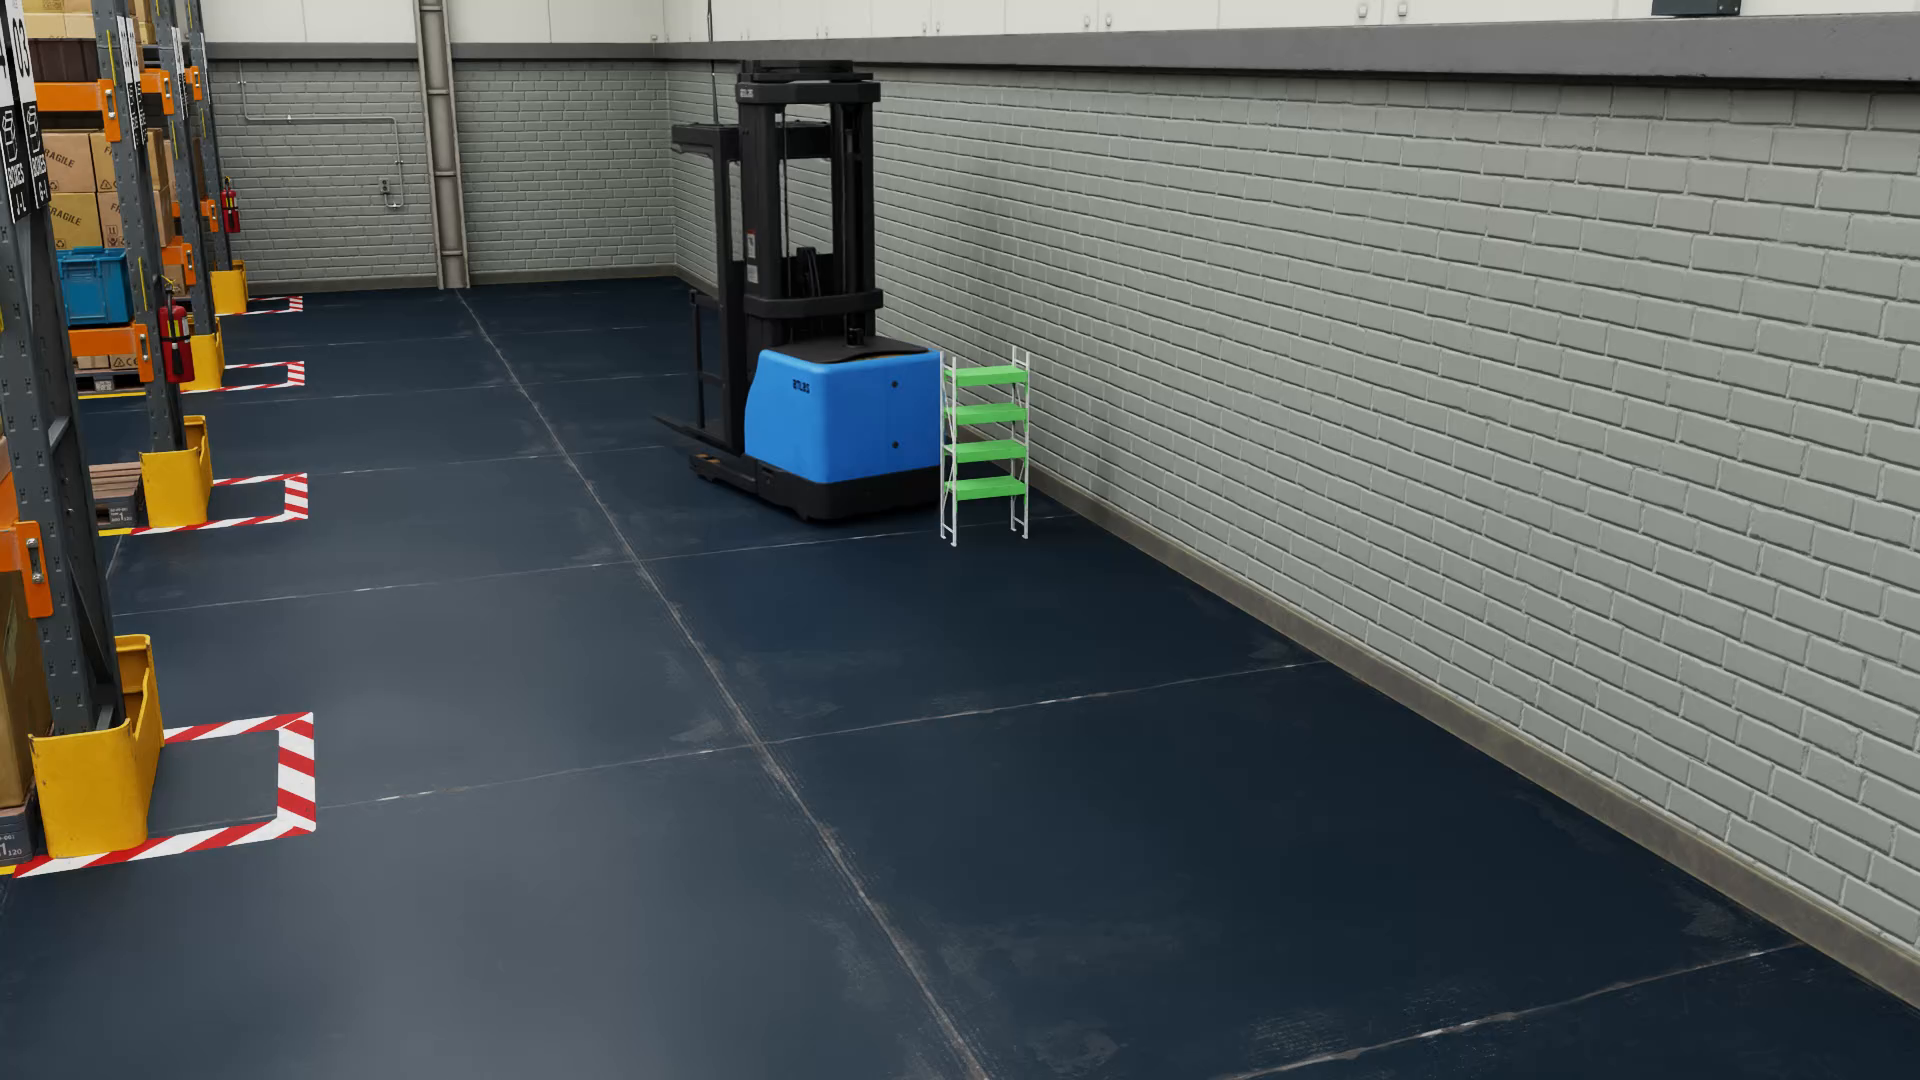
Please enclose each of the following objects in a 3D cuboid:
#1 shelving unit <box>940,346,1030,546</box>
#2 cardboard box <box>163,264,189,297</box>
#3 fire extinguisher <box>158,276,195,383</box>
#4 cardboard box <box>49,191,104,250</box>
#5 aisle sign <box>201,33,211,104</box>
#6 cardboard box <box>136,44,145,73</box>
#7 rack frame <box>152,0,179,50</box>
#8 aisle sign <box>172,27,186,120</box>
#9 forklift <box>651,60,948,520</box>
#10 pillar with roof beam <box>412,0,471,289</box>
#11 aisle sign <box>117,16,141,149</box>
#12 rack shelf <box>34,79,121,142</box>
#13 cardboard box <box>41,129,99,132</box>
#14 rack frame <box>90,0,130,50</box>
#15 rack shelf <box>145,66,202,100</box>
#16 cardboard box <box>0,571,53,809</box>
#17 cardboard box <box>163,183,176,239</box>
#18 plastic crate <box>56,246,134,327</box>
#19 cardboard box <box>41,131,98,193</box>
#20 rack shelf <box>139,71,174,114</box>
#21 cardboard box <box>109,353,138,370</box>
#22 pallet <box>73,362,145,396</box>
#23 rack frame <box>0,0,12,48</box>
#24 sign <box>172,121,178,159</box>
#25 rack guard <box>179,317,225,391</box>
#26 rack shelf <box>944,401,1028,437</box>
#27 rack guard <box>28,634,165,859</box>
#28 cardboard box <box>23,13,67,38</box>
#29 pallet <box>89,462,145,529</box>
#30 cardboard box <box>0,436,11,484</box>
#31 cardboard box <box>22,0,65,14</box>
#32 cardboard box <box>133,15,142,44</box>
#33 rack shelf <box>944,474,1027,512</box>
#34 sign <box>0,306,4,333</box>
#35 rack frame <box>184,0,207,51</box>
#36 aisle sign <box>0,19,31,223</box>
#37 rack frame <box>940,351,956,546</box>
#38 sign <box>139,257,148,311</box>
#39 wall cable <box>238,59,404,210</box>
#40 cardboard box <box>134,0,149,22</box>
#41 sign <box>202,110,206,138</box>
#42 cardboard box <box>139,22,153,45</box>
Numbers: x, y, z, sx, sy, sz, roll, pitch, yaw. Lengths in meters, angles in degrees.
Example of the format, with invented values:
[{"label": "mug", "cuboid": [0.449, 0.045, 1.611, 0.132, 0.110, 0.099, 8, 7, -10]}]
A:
[{"label": "shelving unit", "cuboid": [0.155, -0.592, 10.486, 0.503, 1.200, 0.258, -6, 17, -20]}, {"label": "cardboard box", "cuboid": [-9.517, -3.187, 19.819, 0.500, 0.500, 0.700, -6, 17, -20]}, {"label": "fire extinguisher", "cuboid": [-5.051, -1.355, 10.687, 0.183, 0.674, 0.296, -6, 17, -20]}, {"label": "cardboard box", "cuboid": [-7.927, -2.857, 14.825, 0.500, 0.500, 0.500, -6, 17, -20]}, {"label": "aisle sign", "cuboid": [-8.725, -5.457, 19.245, 0.004, 0.787, 0.394, -6, 17, -20]}, {"label": "cardboard box", "cuboid": [-7.694, -4.361, 15.068, 0.500, 0.250, 0.500, -6, 17, -20]}, {"label": "rack frame", "cuboid": [-7.123, -5.857, 14.573, 0.127, 3.000, 1.000, -6, 17, -20]}, {"label": "aisle sign", "cuboid": [-6.950, -4.152, 14.801, 0.004, 0.787, 0.394, -6, 17, -20]}, {"label": "forklift", "cuboid": [-1.326, -1.894, 11.846, 1.130, 2.935, 3.031, -11, 20, -33]}, {"label": "pillar with roof beam", "cuboid": [-5.147, -6.527, 16.855, 0.400, 9.000, 9.100, -6, 17, -20]}, {"label": "aisle sign", "cuboid": [-5.182, -2.853, 10.375, 0.004, 0.787, 0.394, -6, 17, -20]}, {"label": "rack shelf", "cuboid": [-7.222, -2.568, 9.971, 4.000, 0.370, 1.077, -6, 17, -20]}, {"label": "cardboard box", "cuboid": [-8.117, -3.476, 15.161, 0.500, 0.500, 0.500, -6, 17, -20]}, {"label": "rack frame", "cuboid": [-5.354, -4.554, 10.134, 0.127, 3.000, 1.000, -6, 17, -20]}, {"label": "rack shelf", "cuboid": [-10.767, -5.174, 18.848, 4.000, 0.370, 1.077, -6, 17, -20]}, {"label": "cardboard box", "cuboid": [-4.151, 0.531, 6.490, 0.875, 0.875, 0.875, -6, 17, -20]}, {"label": "cardboard box", "cuboid": [-7.632, -3.051, 15.488, 0.500, 0.500, 0.500, -6, 17, -19]}, {"label": "plastic crate", "cuboid": [-5.600, -1.638, 10.683, 0.499, 0.435, 0.616, -6, 17, -20]}, {"label": "cardboard box", "cuboid": [-7.912, -3.338, 14.690, 0.500, 0.500, 0.500, -6, 17, -19]}, {"label": "rack shelf", "cuboid": [-8.991, -3.871, 14.411, 4.000, 0.370, 1.077, -6, 17, -20]}, {"label": "cardboard box", "cuboid": [-7.543, -1.871, 15.301, 0.500, 0.500, 0.500, -6, 17, -20]}, {"label": "pallet", "cuboid": [-7.938, -1.552, 15.511, 1.213, 0.211, 1.003, -6, 17, -20]}, {"label": "rack frame", "cuboid": [-3.582, -3.251, 5.696, 0.127, 3.000, 1.000, -6, 17, -20]}, {"label": "sign", "cuboid": [-6.943, -3.538, 14.707, 0.005, 0.325, 0.100, -6, 17, -20]}, {"label": "rack guard", "cuboid": [-7.194, -1.772, 15.745, 0.348, 0.500, 1.175, -6, 17, -20]}, {"label": "rack shelf", "cuboid": [0.155, -0.761, 10.436, 0.480, 0.148, 0.258, -6, 17, -20]}, {"label": "rack guard", "cuboid": [-3.559, 0.825, 6.902, 0.348, 0.500, 1.175, -6, 17, -20]}, {"label": "cardboard box", "cuboid": [-7.978, -4.417, 14.370, 0.500, 0.250, 0.500, -6, 17, -20]}, {"label": "pallet", "cuboid": [-6.138, -0.264, 11.124, 1.213, 0.211, 1.003, -6, 17, -20]}, {"label": "cardboard box", "cuboid": [-4.031, -0.303, 6.751, 0.250, 0.149, 0.380, -6, 17, -19]}, {"label": "cardboard box", "cuboid": [-8.094, -4.862, 14.554, 0.500, 0.500, 0.700, -6, 17, -20]}, {"label": "cardboard box", "cuboid": [-7.696, -4.603, 15.003, 0.500, 0.250, 0.500, -6, 17, -20]}, {"label": "rack shelf", "cuboid": [0.155, -0.301, 10.572, 0.480, 0.148, 0.258, -6, 17, -20]}, {"label": "sign", "cuboid": [-3.401, -0.897, 5.854, 0.005, 0.325, 0.100, -6, 17, -20]}, {"label": "rack frame", "cuboid": [-8.899, -7.160, 19.010, 0.127, 3.000, 1.000, -6, 17, -20]}, {"label": "aisle sign", "cuboid": [-3.407, -1.548, 5.931, 0.004, 0.787, 0.394, -6, 17, -20]}, {"label": "rack frame", "cuboid": [-0.073, -0.568, 10.402, 0.015, 1.200, 0.240, -6, 17, -20]}, {"label": "sign", "cuboid": [-5.142, -1.610, 10.469, 0.005, 0.325, 0.100, -6, 17, -20]}, {"label": "wall cable", "cuboid": [-8.042, -5.147, 20.999, 1.851, 1.984, 0.084, -6, 17, -20]}, {"label": "cardboard box", "cuboid": [-9.485, -6.113, 18.779, 0.500, 0.500, 0.500, -6, 17, -20]}, {"label": "sign", "cuboid": [-8.718, -4.807, 19.168, 0.005, 0.325, 0.100, -6, 17, -20]}, {"label": "cardboard box", "cuboid": [-9.488, -5.755, 18.891, 0.500, 0.250, 0.500, -6, 17, -18]}]
